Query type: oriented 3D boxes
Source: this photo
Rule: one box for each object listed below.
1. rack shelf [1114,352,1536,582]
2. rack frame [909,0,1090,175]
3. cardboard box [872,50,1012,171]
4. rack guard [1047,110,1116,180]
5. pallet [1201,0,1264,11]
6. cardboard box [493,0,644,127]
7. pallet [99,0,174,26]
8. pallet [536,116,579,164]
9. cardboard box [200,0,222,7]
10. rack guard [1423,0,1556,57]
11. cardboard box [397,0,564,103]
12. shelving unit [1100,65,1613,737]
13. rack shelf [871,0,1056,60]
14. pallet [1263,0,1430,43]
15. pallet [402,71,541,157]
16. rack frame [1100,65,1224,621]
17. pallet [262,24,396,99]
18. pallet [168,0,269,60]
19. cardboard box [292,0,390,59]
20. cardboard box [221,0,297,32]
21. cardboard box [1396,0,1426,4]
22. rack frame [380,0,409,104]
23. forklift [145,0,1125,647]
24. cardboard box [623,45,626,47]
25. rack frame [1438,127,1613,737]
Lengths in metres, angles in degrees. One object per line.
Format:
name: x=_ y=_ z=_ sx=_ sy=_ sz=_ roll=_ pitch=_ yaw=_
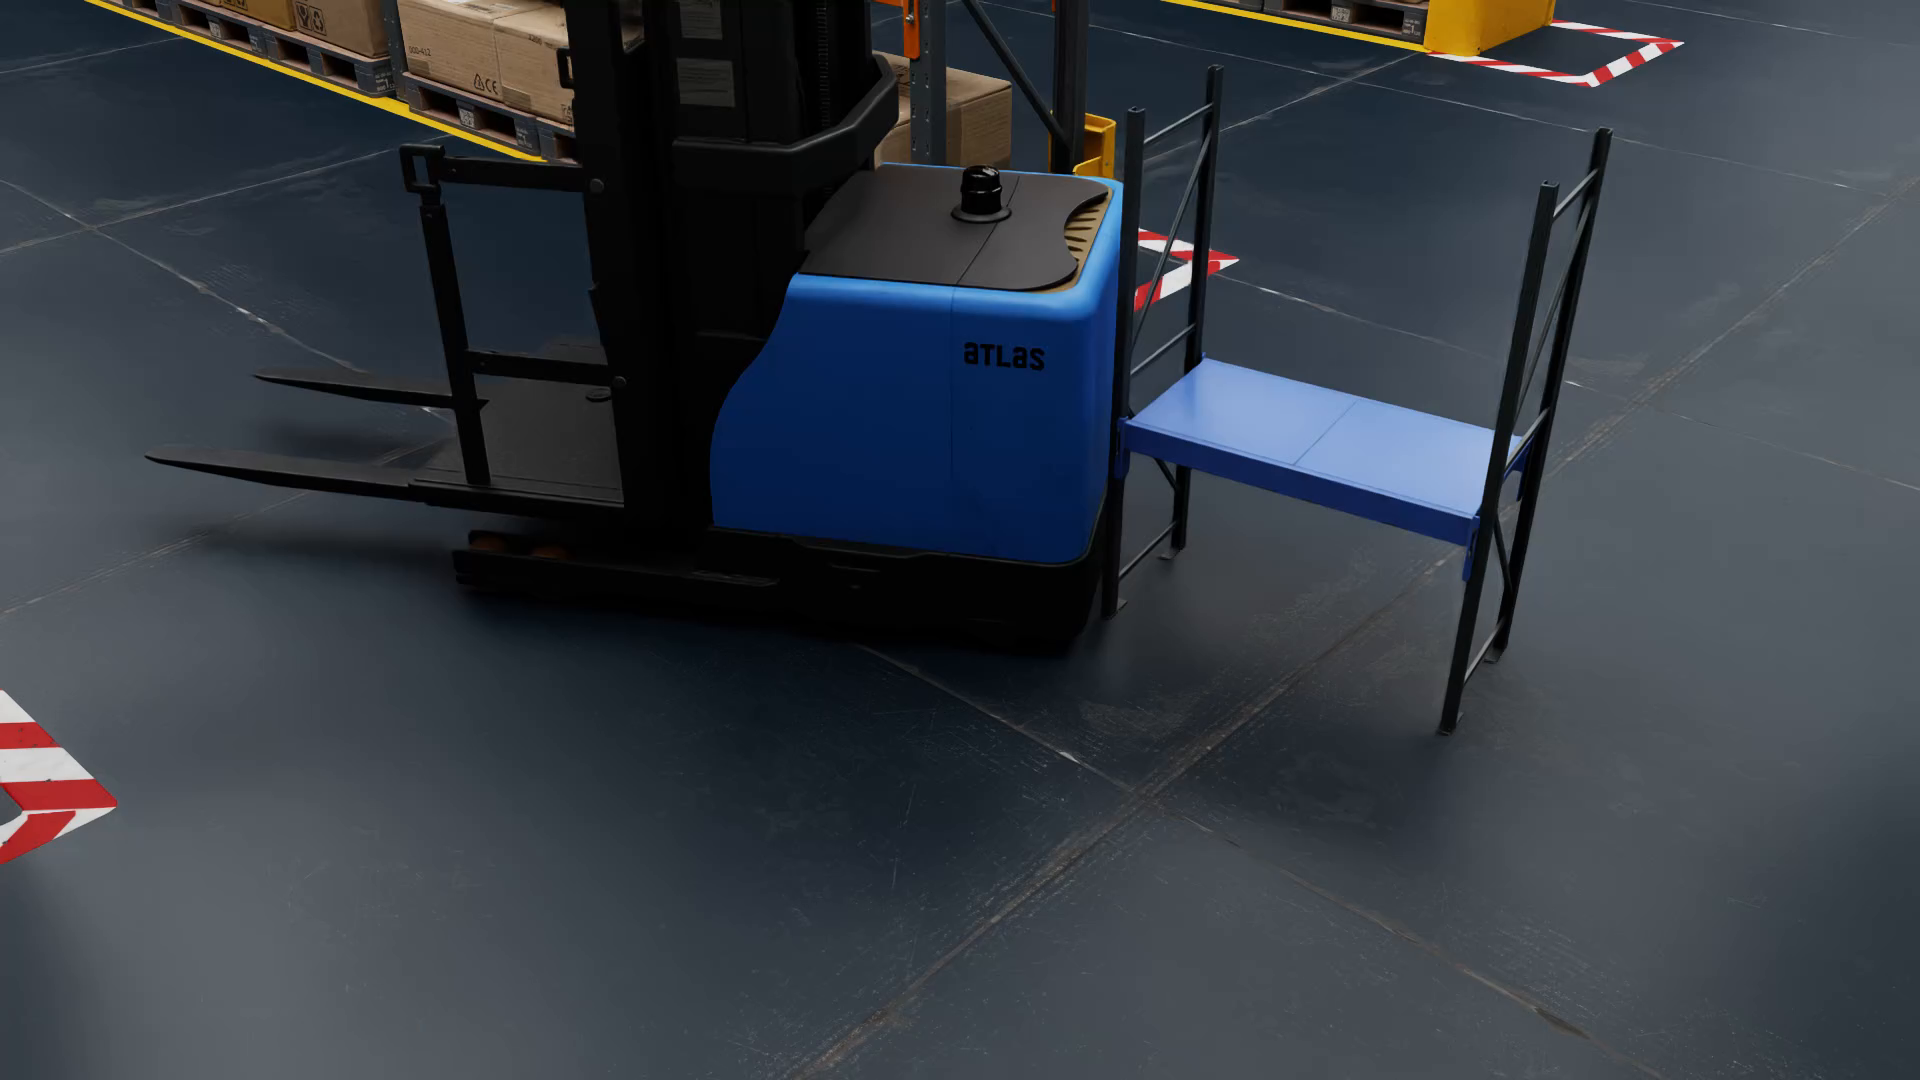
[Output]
rack shelf: x=0.987 y=-0.224 z=4.517 sx=1.000 sy=0.185 sz=0.538 roll=18 pitch=36 yaw=28
rack frame: x=0.178 y=-2.546 z=6.571 sx=0.127 sy=3.000 sz=1.000 roll=25 pitch=39 yaw=35
cardboard box: x=-0.379 y=-1.819 z=7.440 sx=0.875 sy=0.438 sz=0.875 roll=24 pitch=38 yaw=34
rack guard: x=0.196 y=-1.467 z=7.202 sx=0.348 sy=0.500 sz=1.175 roll=25 pitch=39 yaw=35
pallet: x=1.889 y=-4.023 z=11.727 sx=1.213 sy=0.211 sz=1.003 roll=25 pitch=39 yaw=35
cardboard box: x=-1.730 y=-2.445 z=8.480 sx=0.875 sy=0.438 sz=0.875 roll=24 pitch=38 yaw=34
pallet: x=-5.220 y=-3.819 z=11.388 sx=1.213 sy=0.211 sz=1.003 roll=25 pitch=39 yaw=35
pallet: x=-1.368 y=-2.021 z=8.402 sx=1.213 sy=0.211 sz=1.003 roll=25 pitch=39 yaw=35
cardboard box: x=-4.639 y=-4.003 z=10.645 sx=0.875 sy=0.875 sz=0.875 roll=26 pitch=39 yaw=36
rack guard: x=3.368 y=-3.429 z=10.462 sx=0.348 sy=0.500 sz=1.175 roll=25 pitch=39 yaw=35
cardboard box: x=-2.395 y=-2.754 z=8.994 sx=0.875 sy=0.438 sz=0.875 roll=24 pitch=39 yaw=34
shelving unit: x=0.987 y=-0.378 z=4.424 sx=1.048 sy=1.500 sz=0.538 roll=18 pitch=36 yaw=28
rack shelf: x=-1.305 y=-2.930 z=7.906 sx=4.000 sy=0.370 sz=1.077 roll=25 pitch=39 yaw=35
pallet: x=2.789 y=-3.600 z=11.026 sx=1.213 sy=0.211 sz=1.003 roll=25 pitch=39 yaw=35
pallet: x=-2.277 y=-2.443 z=9.103 sx=1.213 sy=0.211 sz=1.003 roll=25 pitch=39 yaw=35
rack frame: x=0.559 y=-0.520 z=4.659 sx=0.032 sy=1.500 sz=0.500 roll=18 pitch=36 yaw=28
pallet: x=-3.411 y=-2.974 z=9.986 sx=1.213 sy=0.211 sz=1.003 roll=25 pitch=39 yaw=35
pallet: x=-4.319 y=-3.396 z=10.687 sx=1.213 sy=0.211 sz=1.003 roll=25 pitch=39 yaw=35
cardboard box: x=-3.301 y=-3.384 z=9.616 sx=0.875 sy=0.875 sz=0.875 roll=26 pitch=40 yaw=36
cardboard box: x=-3.976 y=-3.694 z=10.130 sx=0.875 sy=0.875 sz=0.875 roll=26 pitch=40 yaw=36
cardboard box: x=2.894 y=-3.535 z=10.571 sx=0.250 sy=0.149 sz=0.380 roll=26 pitch=40 yaw=36
rack frame: x=-2.788 y=-3.931 z=8.871 sx=0.127 sy=3.000 sz=1.000 roll=25 pitch=39 yaw=35
forklift: x=-1.033 y=-1.335 z=4.626 sx=3.031 sy=2.935 sz=1.130 roll=6 pitch=32 yaw=10
cardboard box: x=-1.063 y=-2.132 z=7.960 sx=0.875 sy=0.438 sz=0.875 roll=26 pitch=40 yaw=36
rack frame: x=1.414 y=-0.236 z=4.188 sx=0.032 sy=1.500 sz=0.500 roll=18 pitch=36 yaw=28
